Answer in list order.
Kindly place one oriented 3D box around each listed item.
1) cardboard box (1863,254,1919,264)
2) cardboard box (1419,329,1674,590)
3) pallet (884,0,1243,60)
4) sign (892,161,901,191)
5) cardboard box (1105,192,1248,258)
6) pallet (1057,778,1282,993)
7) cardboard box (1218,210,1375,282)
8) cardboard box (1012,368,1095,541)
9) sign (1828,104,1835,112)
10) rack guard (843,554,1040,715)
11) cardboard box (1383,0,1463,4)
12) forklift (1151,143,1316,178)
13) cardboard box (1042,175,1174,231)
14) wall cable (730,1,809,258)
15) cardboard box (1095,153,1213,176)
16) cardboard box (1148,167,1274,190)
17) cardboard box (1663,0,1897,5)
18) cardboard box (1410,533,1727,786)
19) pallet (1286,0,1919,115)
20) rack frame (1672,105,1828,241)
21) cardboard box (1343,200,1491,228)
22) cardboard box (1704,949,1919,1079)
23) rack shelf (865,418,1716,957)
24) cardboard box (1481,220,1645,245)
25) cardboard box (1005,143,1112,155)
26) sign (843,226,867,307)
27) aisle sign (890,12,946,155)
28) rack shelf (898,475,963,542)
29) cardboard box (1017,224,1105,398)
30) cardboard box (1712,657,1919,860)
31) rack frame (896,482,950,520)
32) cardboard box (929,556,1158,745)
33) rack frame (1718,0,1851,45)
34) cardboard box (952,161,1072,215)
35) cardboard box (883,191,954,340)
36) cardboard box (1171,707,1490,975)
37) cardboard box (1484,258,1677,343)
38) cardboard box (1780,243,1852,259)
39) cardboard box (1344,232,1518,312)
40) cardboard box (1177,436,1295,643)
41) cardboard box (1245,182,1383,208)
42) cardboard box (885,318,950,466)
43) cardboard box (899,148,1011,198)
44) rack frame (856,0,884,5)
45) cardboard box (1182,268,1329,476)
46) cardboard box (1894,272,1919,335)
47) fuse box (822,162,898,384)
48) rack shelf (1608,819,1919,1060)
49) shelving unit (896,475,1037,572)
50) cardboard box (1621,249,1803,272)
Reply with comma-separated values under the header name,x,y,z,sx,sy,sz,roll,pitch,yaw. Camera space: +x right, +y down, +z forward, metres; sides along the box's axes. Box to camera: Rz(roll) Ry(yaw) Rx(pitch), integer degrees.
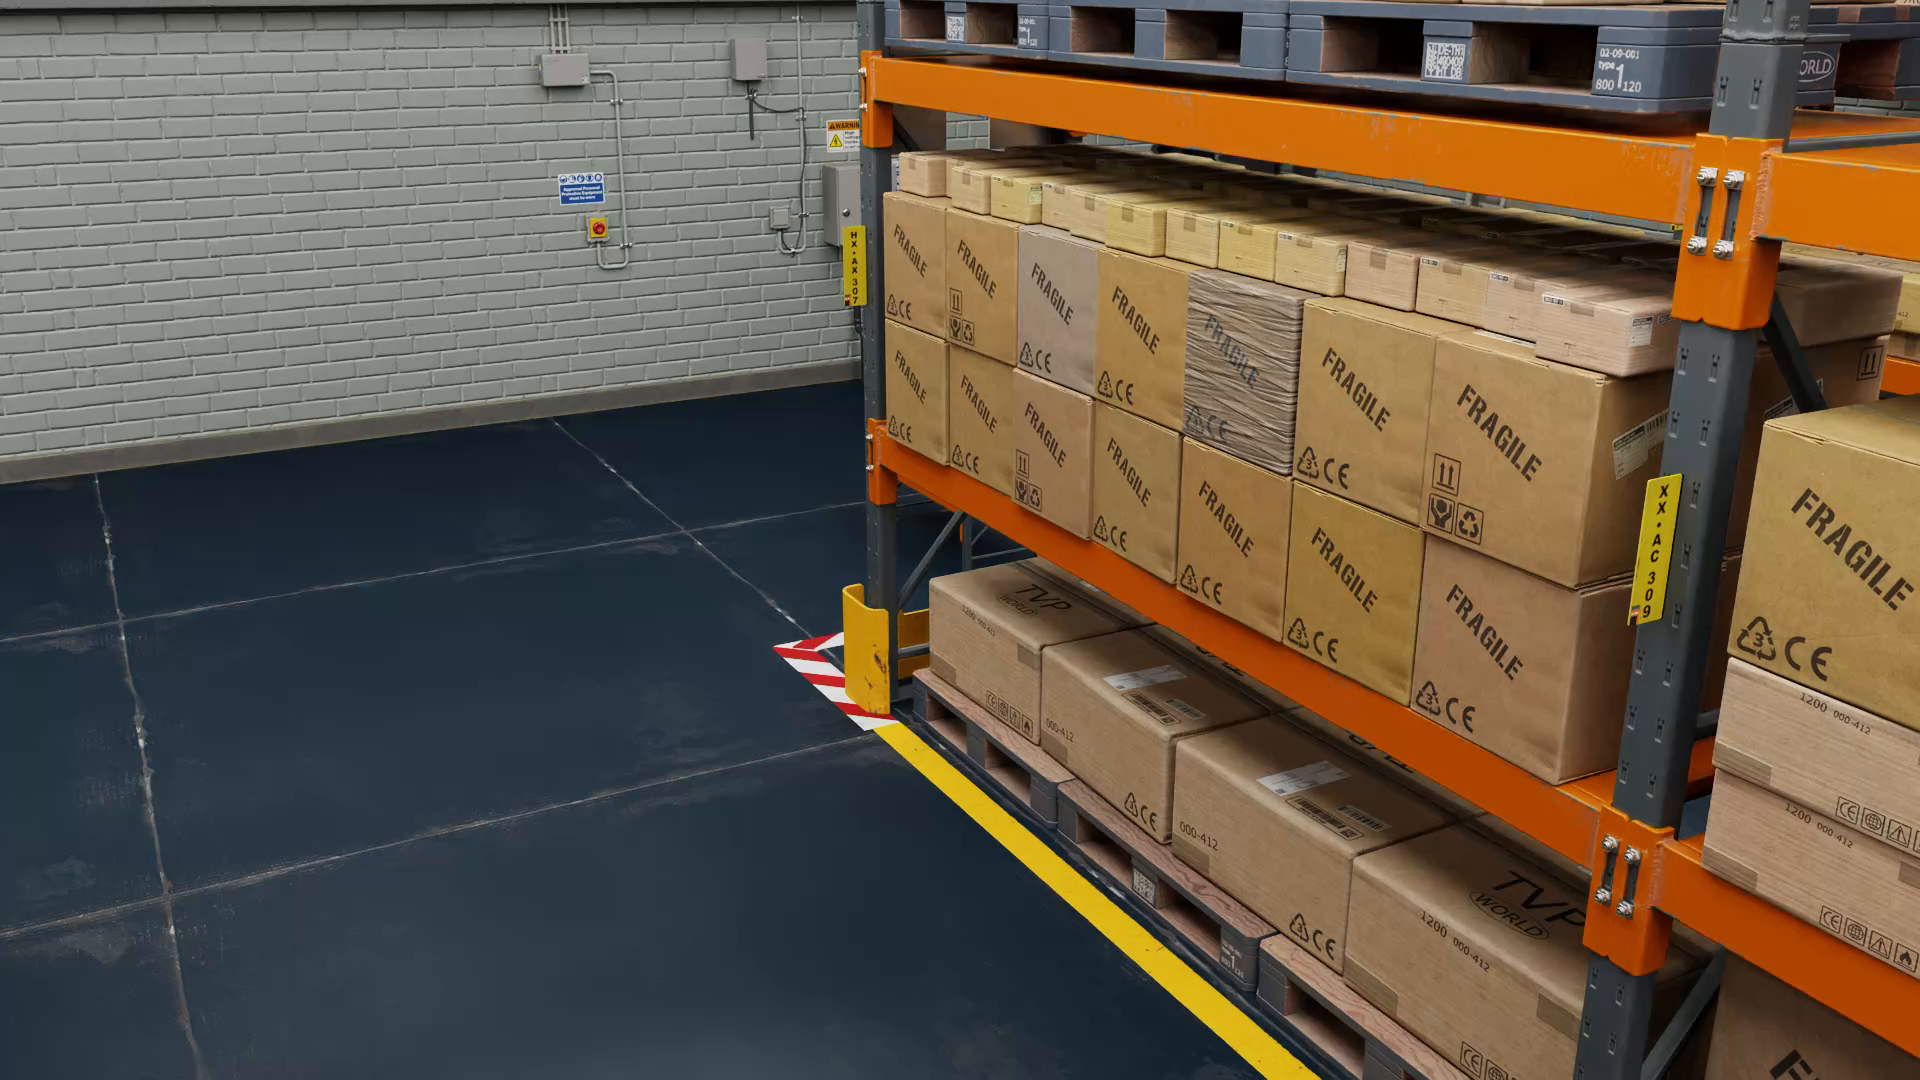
name,x,y,z,sx,sy,sz,roll,pitch,yaw
cardboard box,5.120,-1.366,8.765,0.500,0.250,0.500,-10,21,-26
cardboard box,1.490,-0.230,4.012,0.500,0.500,0.500,-10,21,-27
pallet,0.420,-1.930,6.163,1.003,0.211,1.213,-10,21,-27
sign,-0.386,-2.755,13.162,0.329,0.494,0.001,-10,21,-27
cardboard box,0.682,-0.995,5.237,0.380,0.149,0.250,-11,22,-28
pallet,1.082,1.120,6.062,1.003,0.211,1.213,-10,21,-27
cardboard box,0.980,-0.859,4.843,0.380,0.149,0.250,-10,22,-28
cardboard box,0.524,-0.341,5.867,0.500,0.500,0.500,-10,21,-27
sign,4.923,-2.312,9.474,0.100,0.325,0.005,-10,21,-27
rack guard,0.047,0.409,7.678,1.175,0.500,0.348,-10,21,-27
cardboard box,1.247,-1.372,3.997,0.380,0.149,0.250,-9,21,-25
forklift,1.947,-1.687,10.027,3.031,2.935,1.130,-8,21,-23
cardboard box,0.505,-1.150,5.686,0.380,0.149,0.250,-10,21,-26
wall cable,-1.397,-3.084,12.412,0.588,1.984,0.122,-10,21,-27
cardboard box,0.743,-1.390,6.379,0.380,0.149,0.250,-10,22,-27
cardboard box,0.888,-1.225,5.902,0.380,0.149,0.250,-10,22,-27
cardboard box,1.863,-1.529,3.916,0.500,0.500,0.500,-10,21,-26
cardboard box,1.512,0.242,4.178,0.500,0.500,0.500,-10,21,-26
pallet,1.578,-1.230,4.133,1.003,0.211,1.213,-10,21,-27
rack frame,4.425,-1.535,9.482,1.000,3.000,0.127,-10,21,-27
cardboard box,1.385,-0.933,5.057,0.380,0.149,0.250,-10,21,-27
cardboard box,2.322,1.354,3.721,0.875,0.875,0.875,-9,21,-25
rack shelf,1.008,0.149,5.704,1.077,0.370,4.000,-10,21,-27
cardboard box,1.678,-0.793,4.651,0.380,0.149,0.250,-10,21,-27
cardboard box,0.405,-1.520,6.757,0.380,0.149,0.250,-10,21,-26
sign,-0.433,-1.128,6.852,0.100,0.325,0.005,-10,21,-27
aisle sign,-0.231,-1.970,6.756,0.394,0.787,0.004,-10,21,-27
rack shelf,-0.003,-0.303,9.533,0.538,0.278,1.000,-10,21,-27
cardboard box,0.538,-0.809,5.693,0.500,0.500,0.500,-10,21,-27
cardboard box,1.918,0.388,3.373,0.500,0.250,0.500,-11,22,-28
rack frame,-0.245,-0.680,9.876,0.500,1.125,0.032,-10,21,-27
cardboard box,0.459,0.421,7.096,0.875,0.438,0.875,-11,22,-28
rack frame,1.958,-2.453,2.944,1.000,3.000,0.127,-10,21,-27
cardboard box,0.193,-1.290,6.092,0.380,0.149,0.250,-9,21,-25
cardboard box,0.035,-1.103,6.544,0.500,0.500,0.500,-11,22,-28
cardboard box,1.328,0.942,5.587,0.875,0.438,0.875,-11,22,-28
cardboard box,1.501,-0.575,4.019,0.380,0.149,0.250,-9,21,-25
cardboard box,4.403,-1.433,8.959,0.500,0.250,0.500,-10,21,-26
cardboard box,1.256,-0.718,4.434,0.380,0.149,0.250,-10,21,-27
cardboard box,1.011,-0.047,5.015,0.500,0.500,0.500,-10,22,-27
cardboard box,1.167,-1.084,5.493,0.380,0.149,0.250,-9,21,-25
cardboard box,0.033,-0.630,6.706,0.500,0.500,0.500,-10,21,-27
cardboard box,-0.017,-1.447,6.546,0.380,0.149,0.250,-9,21,-26
rack frame,0.058,-3.601,6.272,1.000,3.000,0.127,-10,21,-27
cardboard box,1.007,-0.521,4.857,0.500,0.500,0.500,-10,21,-26
cardboard box,4.886,-1.143,8.120,0.500,0.250,0.500,-10,22,-28
fuse box,-0.722,-2.055,12.963,0.539,1.711,0.414,-10,21,-27
rack shelf,2.907,1.297,2.376,1.077,0.370,4.000,-10,21,-27
shelving unit,-0.003,-0.534,9.454,0.538,1.125,1.048,-10,21,-27
cardboard box,1.900,-0.645,4.223,0.380,0.149,0.250,-10,21,-26
